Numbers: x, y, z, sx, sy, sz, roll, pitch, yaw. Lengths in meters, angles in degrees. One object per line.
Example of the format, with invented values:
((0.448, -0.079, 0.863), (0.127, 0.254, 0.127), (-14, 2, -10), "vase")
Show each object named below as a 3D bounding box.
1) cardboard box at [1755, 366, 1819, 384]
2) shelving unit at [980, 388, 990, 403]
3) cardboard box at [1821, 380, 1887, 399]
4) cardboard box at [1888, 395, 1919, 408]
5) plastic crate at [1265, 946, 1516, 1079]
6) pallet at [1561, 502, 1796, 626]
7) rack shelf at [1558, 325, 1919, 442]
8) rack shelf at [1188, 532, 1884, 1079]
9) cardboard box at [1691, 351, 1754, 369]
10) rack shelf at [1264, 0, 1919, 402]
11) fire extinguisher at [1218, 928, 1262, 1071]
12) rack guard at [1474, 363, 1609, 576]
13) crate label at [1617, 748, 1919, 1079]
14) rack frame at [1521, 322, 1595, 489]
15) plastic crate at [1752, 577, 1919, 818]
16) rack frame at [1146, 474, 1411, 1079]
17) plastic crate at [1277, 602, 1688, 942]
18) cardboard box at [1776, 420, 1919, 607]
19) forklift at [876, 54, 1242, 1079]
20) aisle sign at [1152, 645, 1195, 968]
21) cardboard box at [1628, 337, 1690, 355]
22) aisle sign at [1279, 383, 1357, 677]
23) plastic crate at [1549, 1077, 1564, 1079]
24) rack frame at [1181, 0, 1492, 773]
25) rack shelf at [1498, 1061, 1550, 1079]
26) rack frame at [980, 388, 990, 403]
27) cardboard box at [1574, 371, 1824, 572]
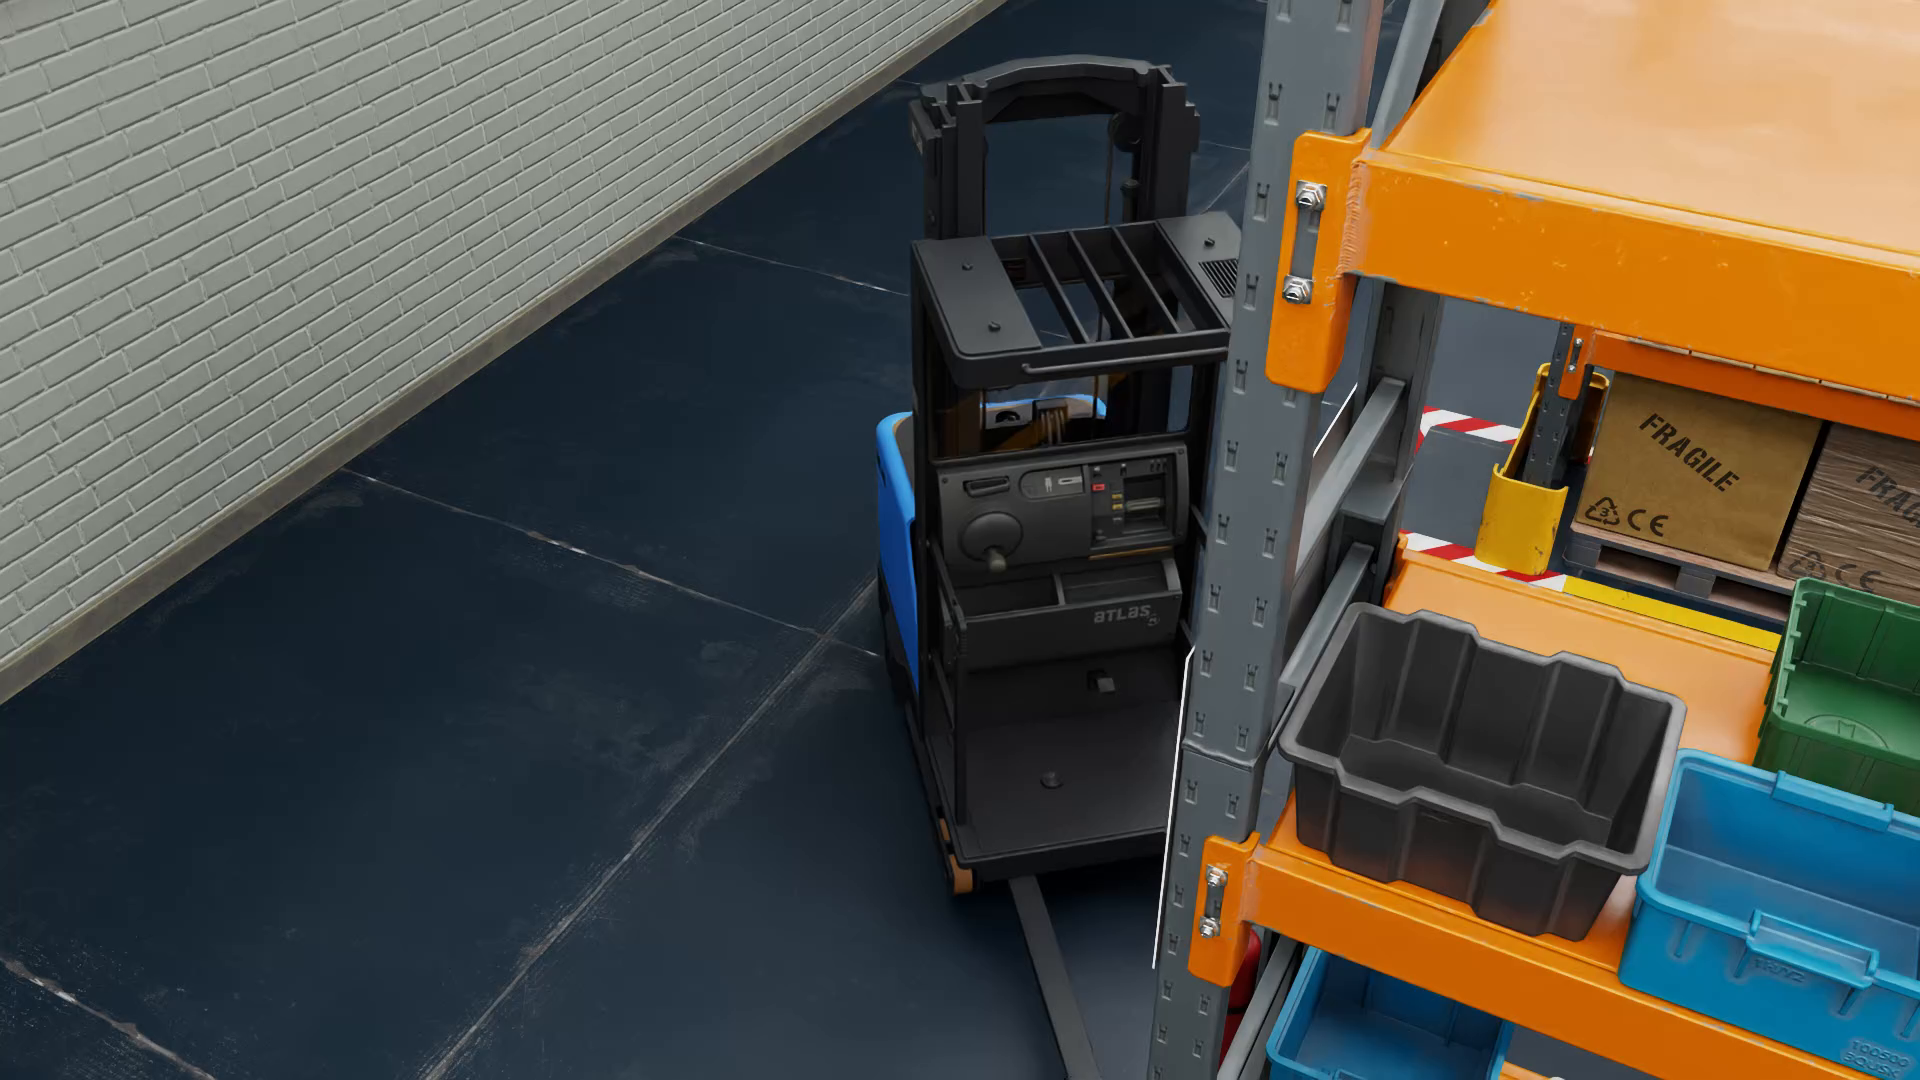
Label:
((3.559, -0.844, 7.088), (0.250, 0.149, 0.380), (16, 40, 20), "cardboard box")
((-0.007, -0.361, 7.981), (0.210, 0.900, 0.258), (17, 41, 21), "shelving unit")
((3.791, -0.772, 6.994), (0.250, 0.149, 0.380), (17, 40, 21), "cardboard box")
((4.016, -0.701, 6.900), (0.250, 0.149, 0.380), (17, 40, 21), "cardboard box")
((1.045, 1.253, 4.040), (0.499, 0.435, 0.616), (17, 41, 21), "plastic crate")
((3.685, -0.070, 8.168), (1.213, 0.211, 1.003), (17, 41, 21), "pallet")
((4.715, -0.519, 7.047), (4.000, 0.370, 1.077), (17, 41, 21), "rack shelf")
((2.438, 0.946, 2.637), (4.000, 0.370, 1.077), (17, 41, 21), "rack shelf")
((3.331, -0.915, 7.182), (0.250, 0.149, 0.380), (17, 40, 21), "cardboard box")
((2.438, -0.090, 1.851), (4.000, 0.370, 1.077), (17, 41, 21), "rack shelf")
((0.737, 1.191, 4.572), (0.183, 0.674, 0.296), (17, 41, 21), "fire extinguisher")
((2.918, -0.372, 8.327), (0.348, 0.500, 1.175), (17, 41, 21), "rack guard")
((1.332, 0.592, 2.631), (0.502, 0.251, 0.408), (17, 41, 21), "crate label")
((2.939, -1.361, 7.562), (0.127, 3.000, 1.000), (17, 41, 21), "rack frame")
((1.669, 0.309, 3.057), (0.336, 0.188, 0.450), (17, 41, 21), "plastic crate")
((0.662, 1.298, 4.059), (0.127, 3.000, 1.000), (17, 41, 21), "rack frame")
((0.875, 0.412, 2.854), (0.590, 0.269, 0.497), (17, 41, 21), "plastic crate")
((4.353, -0.294, 7.567), (0.875, 0.875, 0.875), (17, 41, 21), "cardboard box")
((0.429, -0.045, 5.885), (1.130, 2.935, 3.031), (-7, 38, -10), "forklift")
((0.461, 0.402, 3.089), (0.004, 0.787, 0.394), (17, 41, 21), "aisle sign")
((3.103, -0.985, 7.275), (0.250, 0.149, 0.380), (18, 41, 22), "cardboard box")
((0.733, 0.085, 3.507), (0.004, 0.787, 0.394), (17, 41, 21), "aisle sign")
((1.469, 1.509, 3.950), (0.243, 0.136, 0.396), (17, 41, 21), "plastic crate")
((0.662, -1.092, 2.245), (0.127, 3.000, 1.000), (17, 41, 21), "rack frame")
((2.438, 2.141, 3.544), (4.000, 0.370, 1.077), (17, 41, 21), "rack shelf")
((0.083, -0.332, 7.944), (0.006, 0.900, 0.240), (17, 41, 21), "rack frame")
((3.545, -0.547, 7.900), (0.875, 0.875, 0.875), (17, 41, 21), "cardboard box")
